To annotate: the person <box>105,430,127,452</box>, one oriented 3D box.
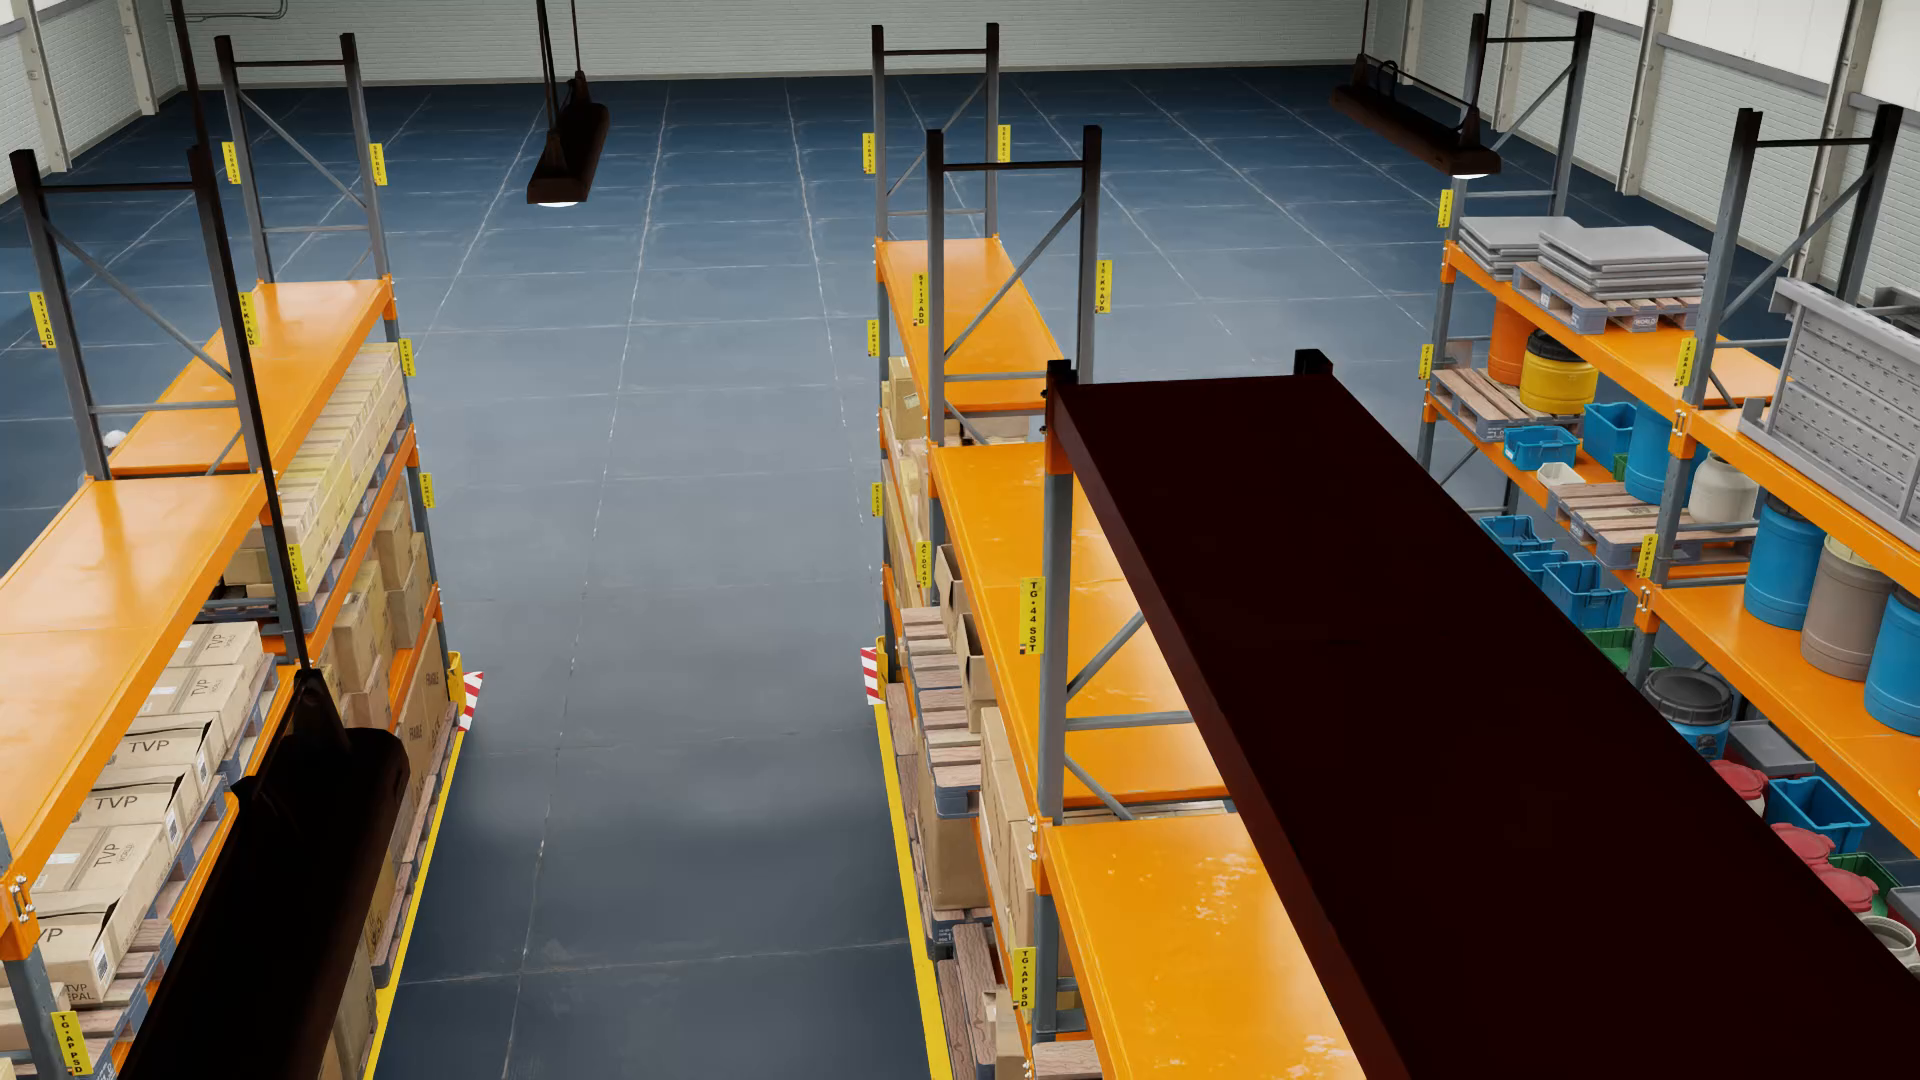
[{"bbox_3d":[-8.530,-0.344,17.143,0.599,1.703,0.968,-6,26,-13],"label":"person"}]
